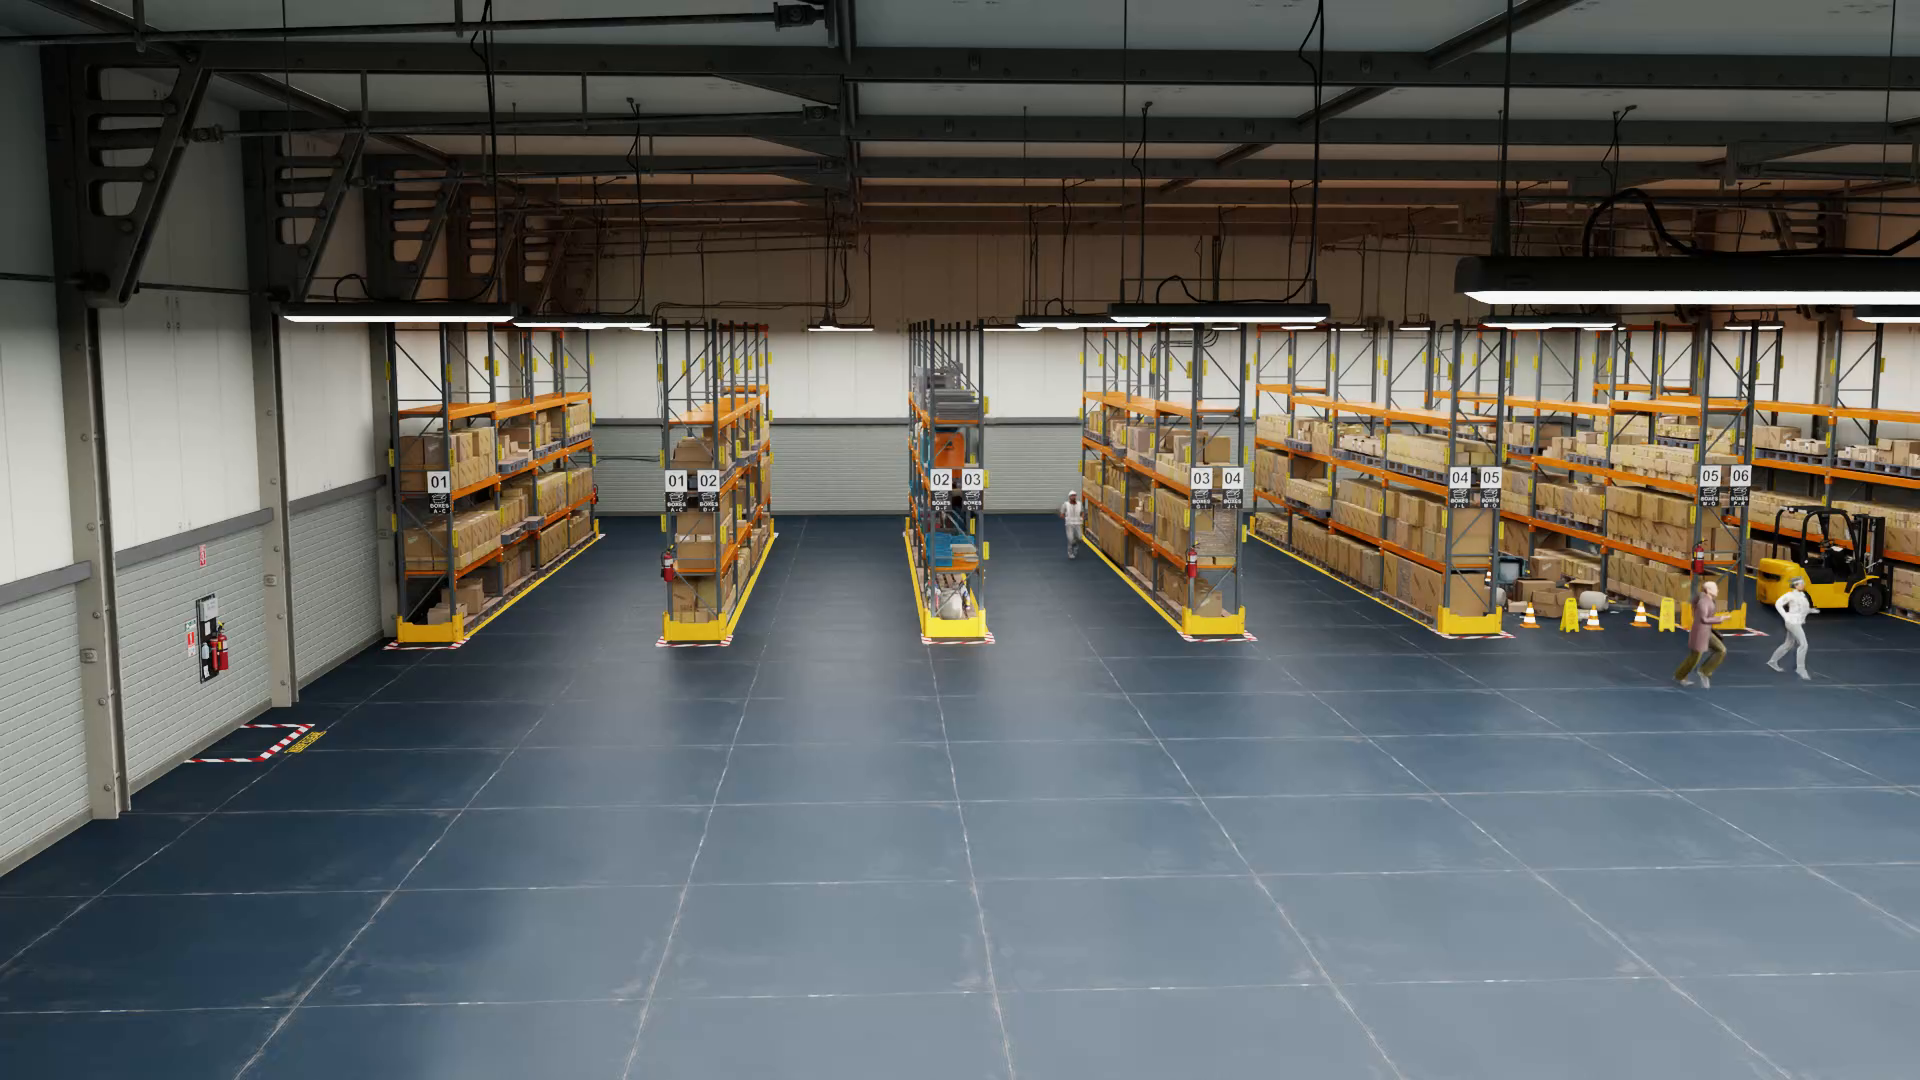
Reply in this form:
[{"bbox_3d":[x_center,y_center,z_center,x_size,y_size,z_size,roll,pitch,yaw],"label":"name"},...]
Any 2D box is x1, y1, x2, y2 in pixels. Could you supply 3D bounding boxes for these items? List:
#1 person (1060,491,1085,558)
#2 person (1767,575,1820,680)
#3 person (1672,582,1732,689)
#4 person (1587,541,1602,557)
[{"bbox_3d":[2.895,-0.390,42.520,0.675,1.735,0.610,-1,7,-9],"label":"person"},{"bbox_3d":[13.980,1.454,27.886,0.759,1.749,0.597,7,10,44],"label":"person"},{"bbox_3d":[11.999,1.533,26.863,0.881,1.765,0.753,5,9,36],"label":"person"},{"bbox_3d":[15.728,-0.200,40.961,0.629,1.738,0.607,-1,7,-4],"label":"person"}]
